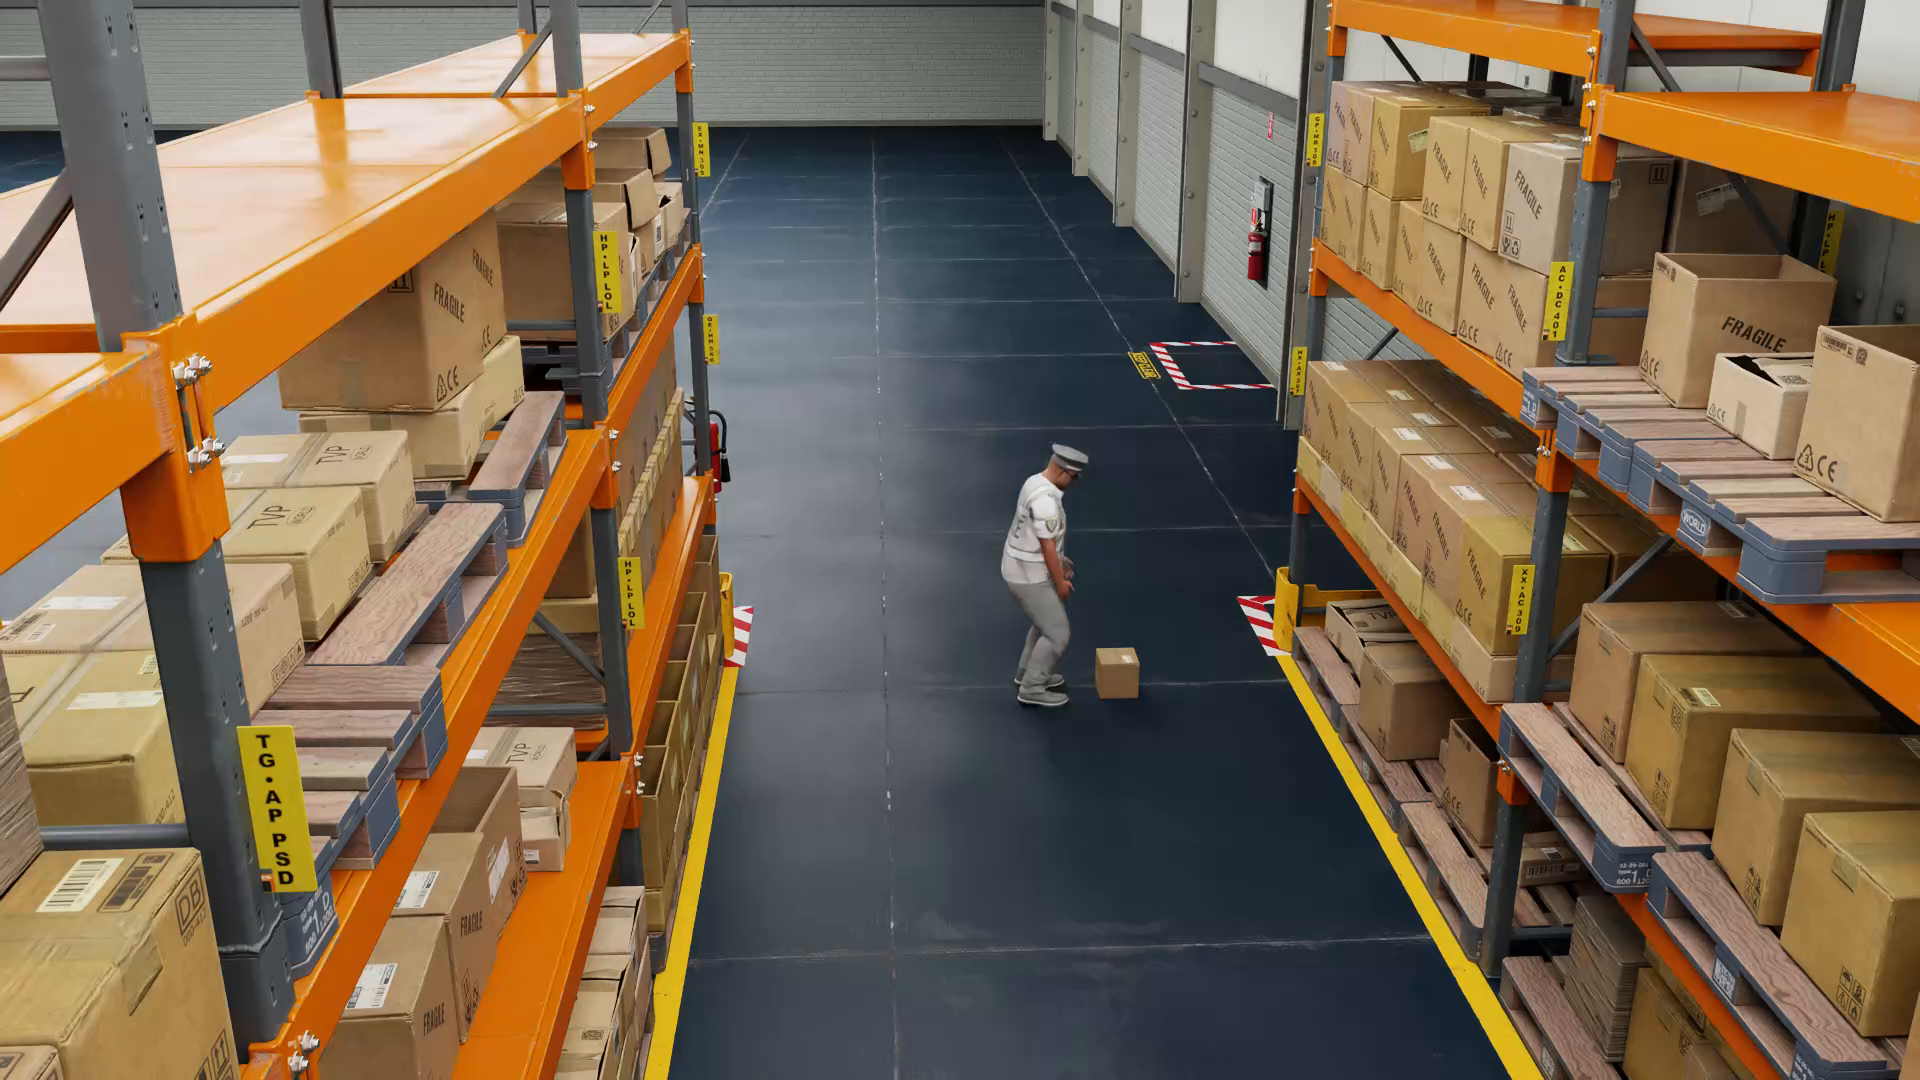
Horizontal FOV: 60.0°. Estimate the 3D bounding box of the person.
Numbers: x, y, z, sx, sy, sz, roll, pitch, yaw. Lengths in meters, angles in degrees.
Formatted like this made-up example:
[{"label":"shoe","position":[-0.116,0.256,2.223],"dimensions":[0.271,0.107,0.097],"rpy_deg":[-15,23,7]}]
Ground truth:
[{"label":"person","position":[0.534,0.209,10.625],"dimensions":[0.539,1.678,0.564],"rpy_deg":[-1,20,-2]}]
